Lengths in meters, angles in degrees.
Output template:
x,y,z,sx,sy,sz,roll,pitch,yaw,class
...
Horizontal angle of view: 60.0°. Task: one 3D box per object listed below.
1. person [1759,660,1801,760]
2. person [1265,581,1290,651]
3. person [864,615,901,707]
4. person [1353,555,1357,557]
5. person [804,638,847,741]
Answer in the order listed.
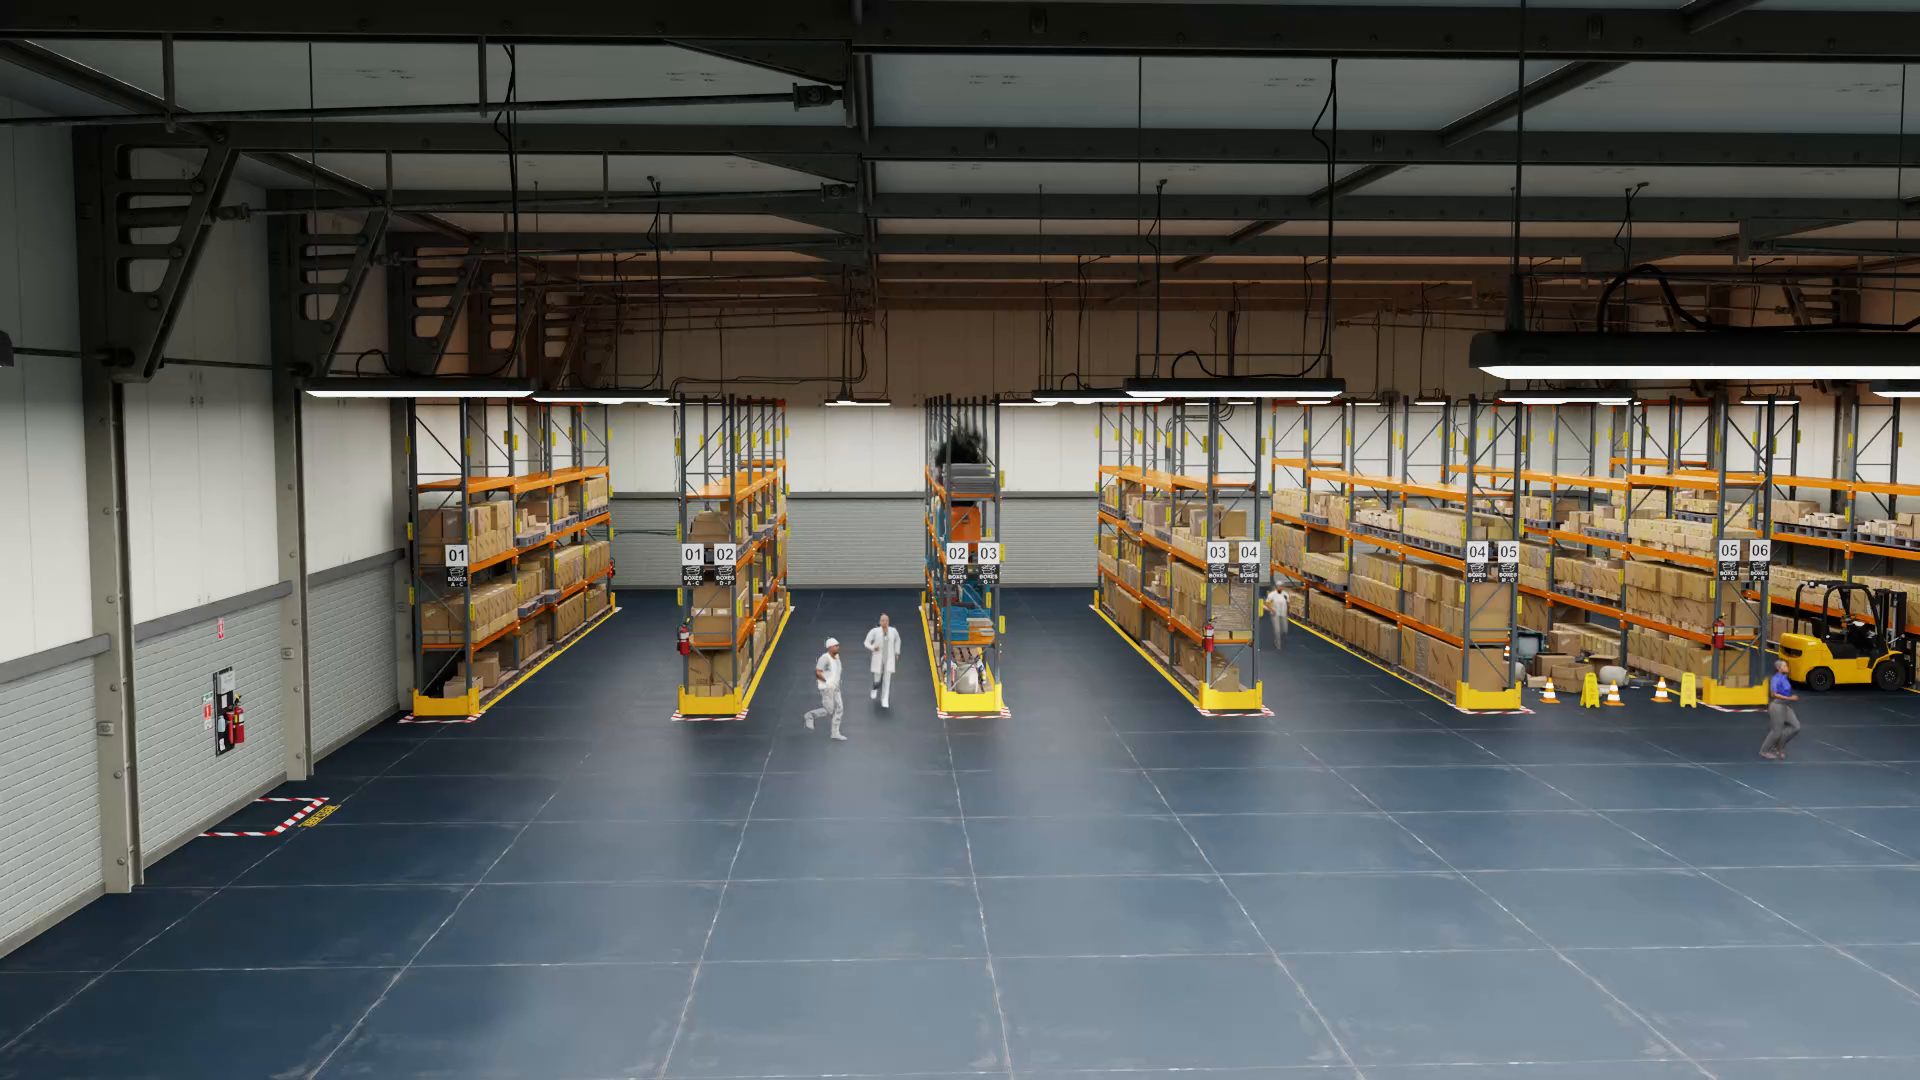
x,y,z,sx,sy,sz,roll,pitch,yaw,class
13.343,2.766,27.021,0.610,1.648,0.637,4,6,42,person
7.553,1.793,39.560,0.599,1.639,0.551,0,5,-6,person
-1.477,2.359,32.079,0.745,1.677,0.793,-1,5,-13,person
10.884,1.255,45.975,0.626,1.665,0.824,0,5,-6,person
-2.312,2.577,28.889,0.832,1.761,0.706,2,5,21,person
